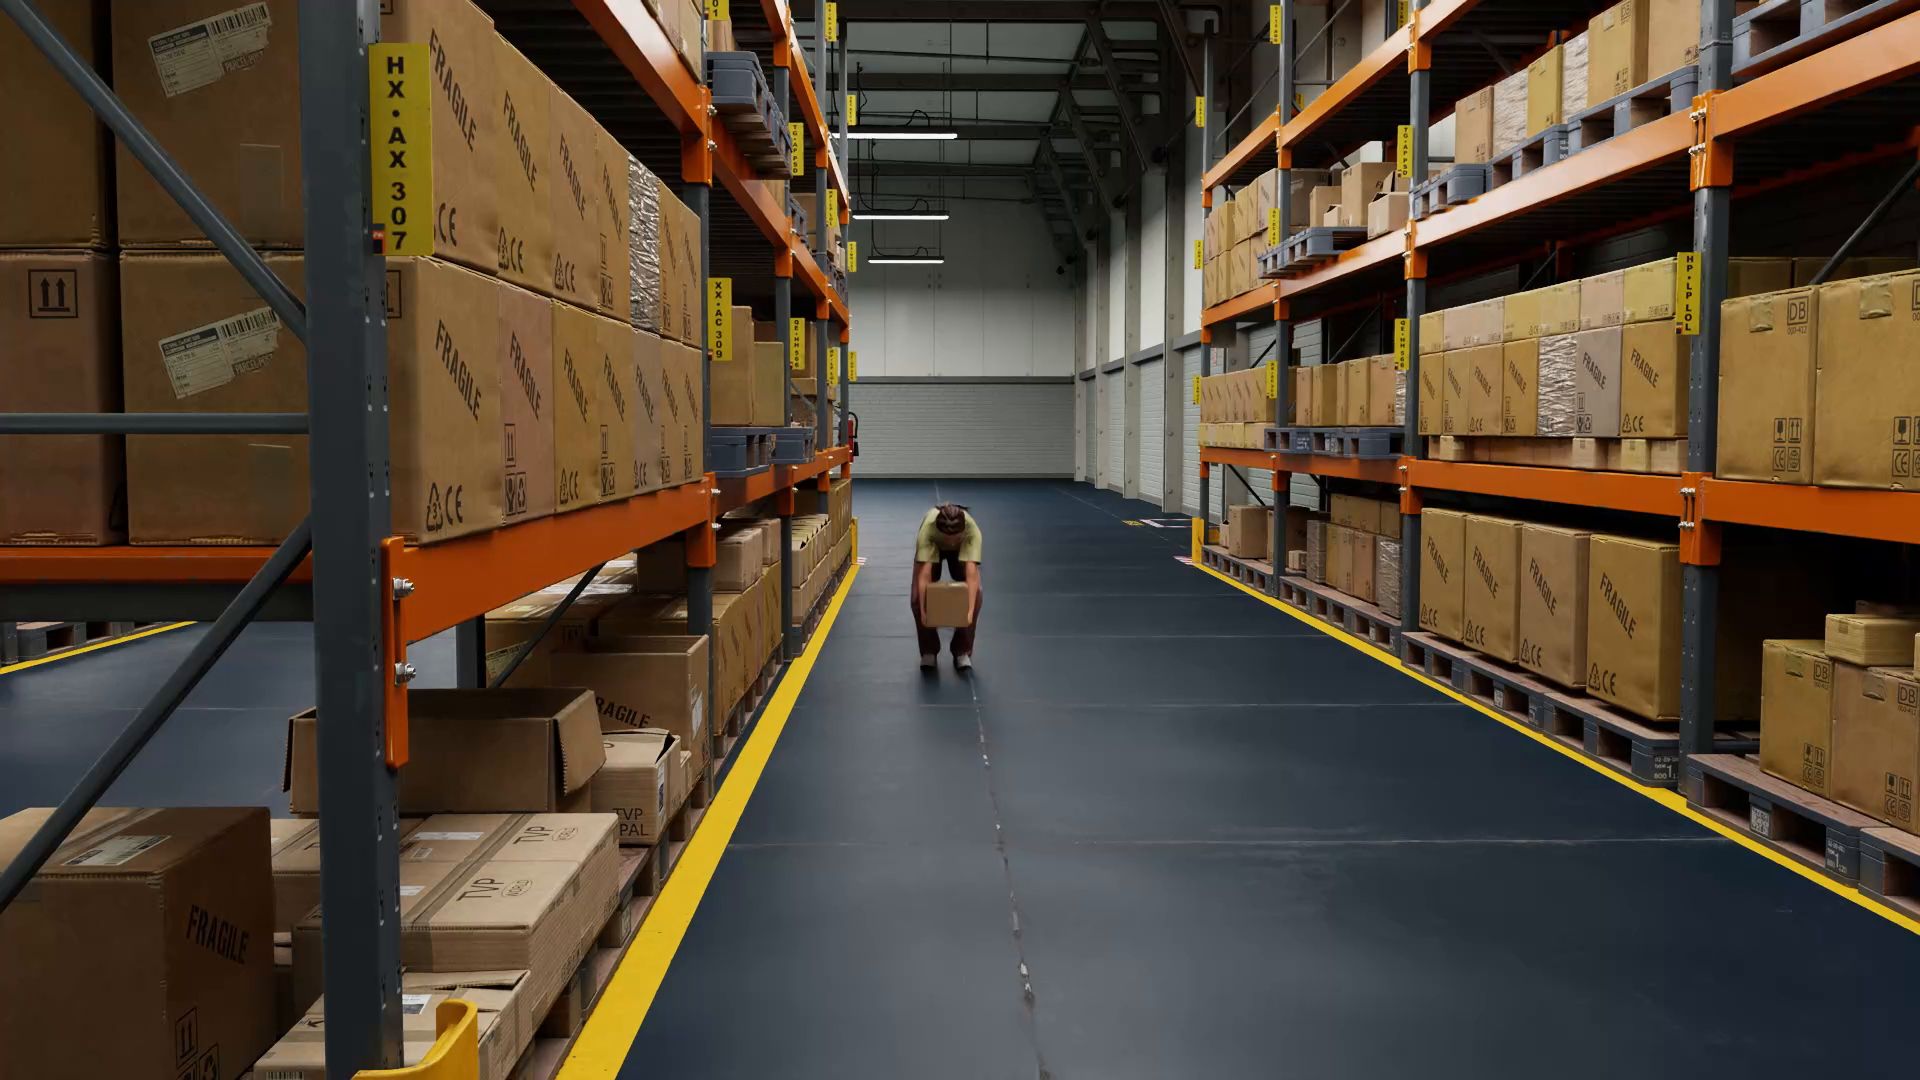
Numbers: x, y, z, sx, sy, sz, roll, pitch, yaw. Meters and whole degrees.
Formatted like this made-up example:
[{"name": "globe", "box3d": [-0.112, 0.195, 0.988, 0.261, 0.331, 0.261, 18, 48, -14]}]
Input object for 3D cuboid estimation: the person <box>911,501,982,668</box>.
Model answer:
[{"name": "person", "box3d": [-0.081, 0.278, 10.366, 0.447, 1.066, 0.865, 0, 4, -3]}]
